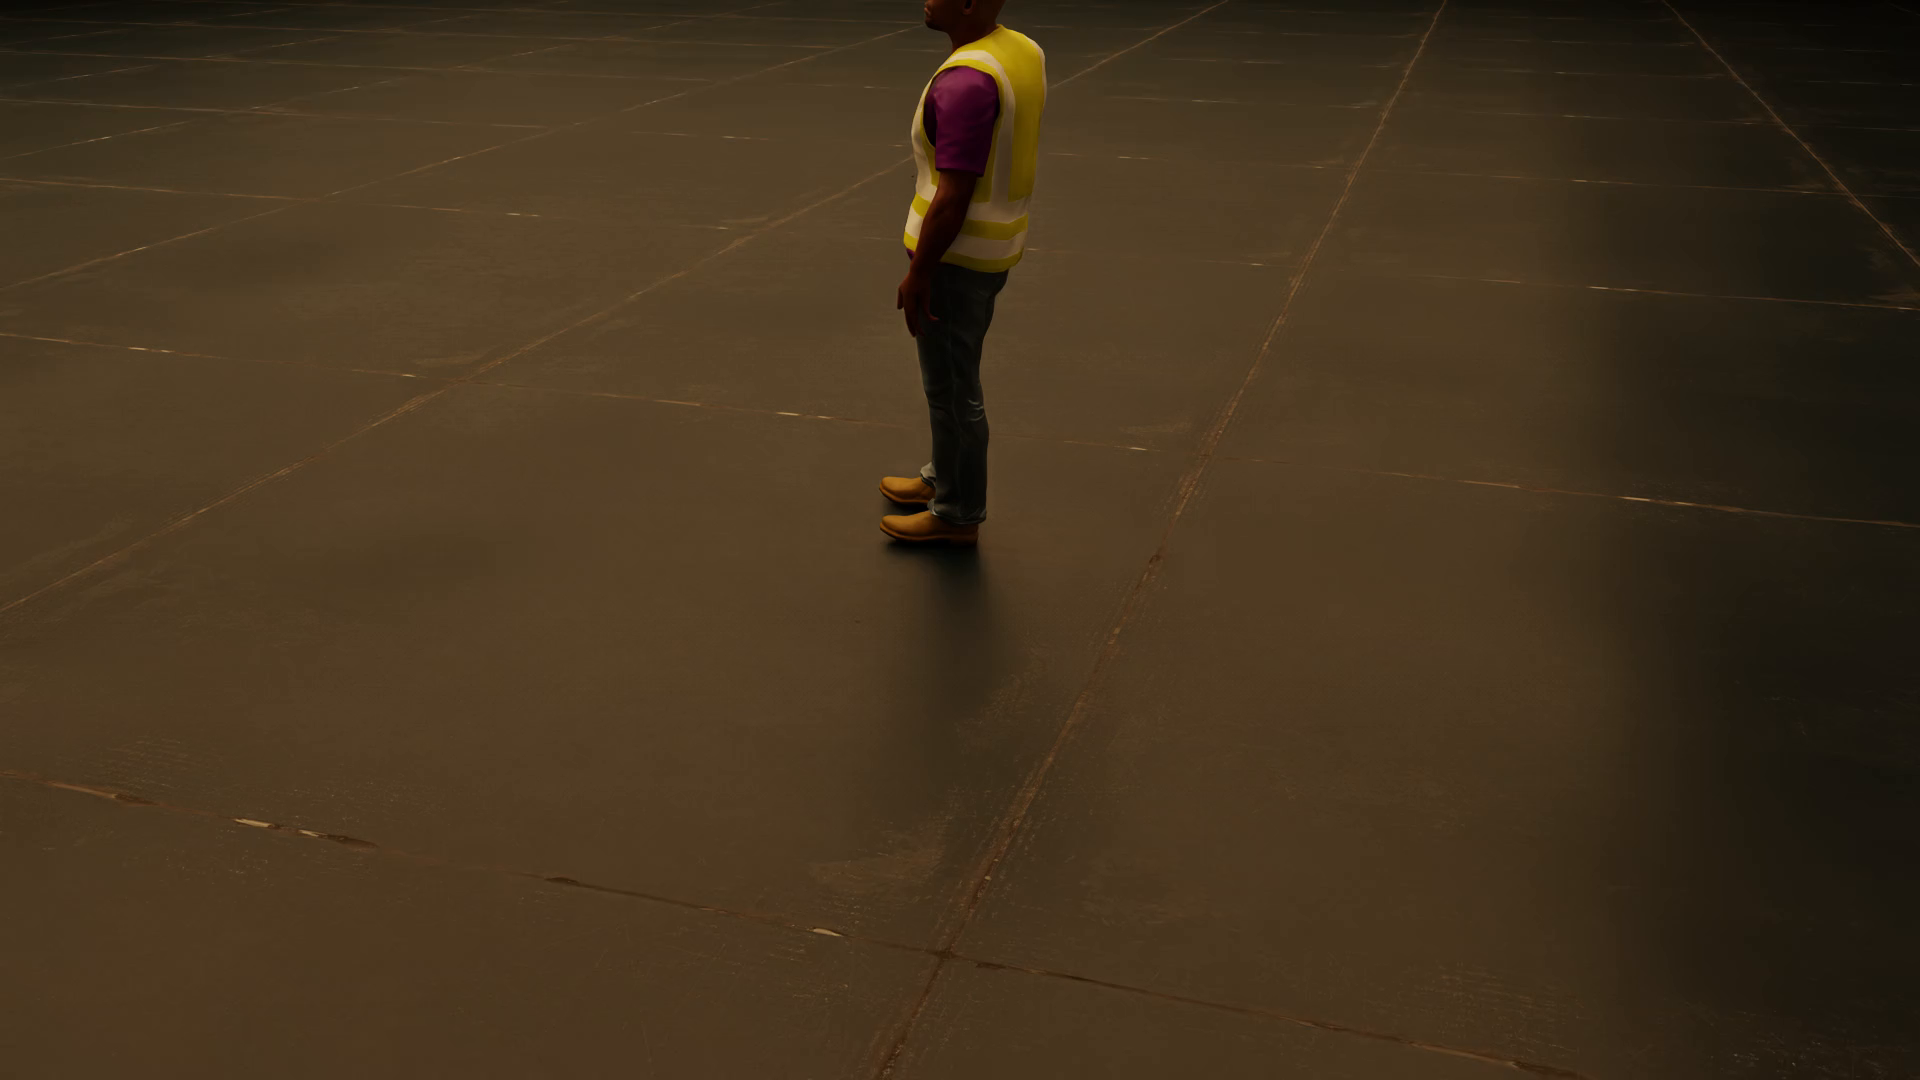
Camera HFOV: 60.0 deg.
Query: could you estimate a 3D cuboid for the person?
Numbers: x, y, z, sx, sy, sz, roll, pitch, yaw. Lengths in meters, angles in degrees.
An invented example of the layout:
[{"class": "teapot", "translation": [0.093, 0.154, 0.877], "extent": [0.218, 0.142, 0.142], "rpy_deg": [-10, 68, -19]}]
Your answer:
[{"class": "person", "translation": [-0.065, -0.833, 4.805], "extent": [0.575, 1.768, 0.666], "rpy_deg": [7, 23, 16]}]
